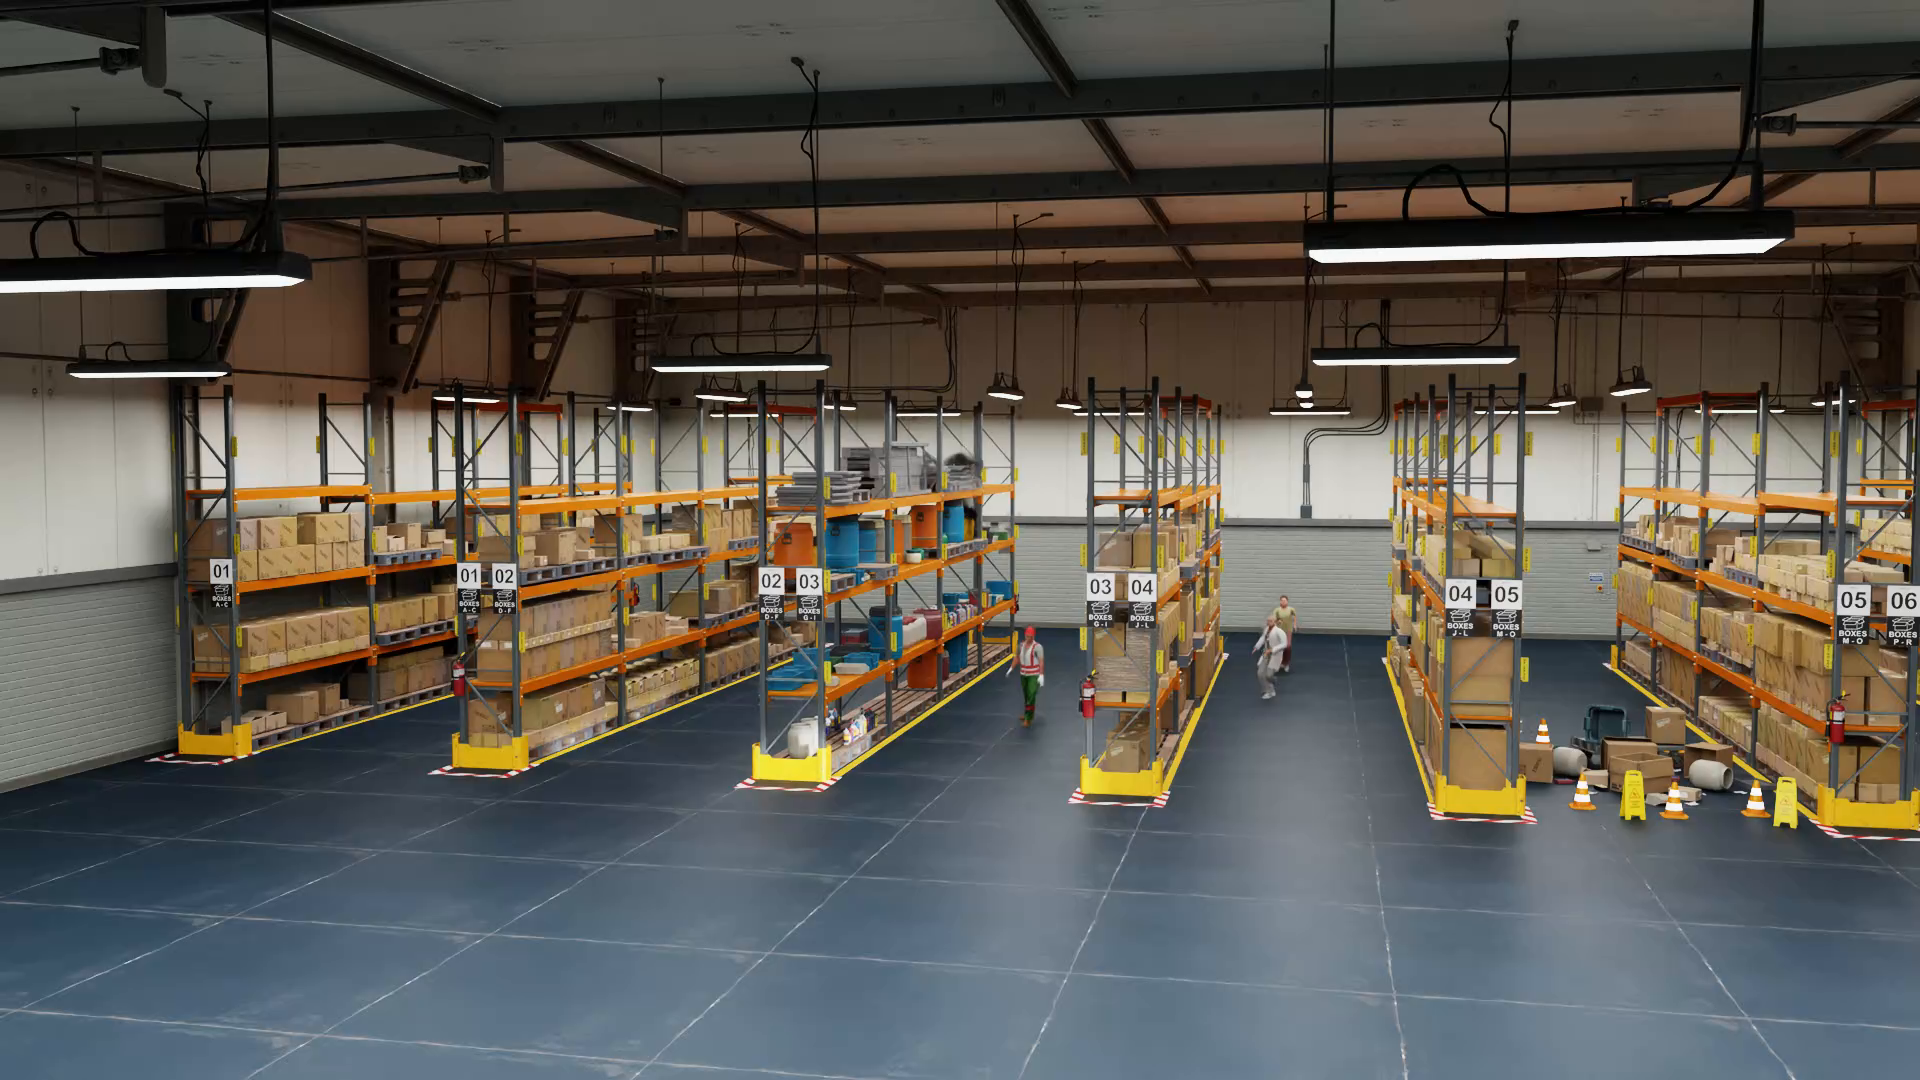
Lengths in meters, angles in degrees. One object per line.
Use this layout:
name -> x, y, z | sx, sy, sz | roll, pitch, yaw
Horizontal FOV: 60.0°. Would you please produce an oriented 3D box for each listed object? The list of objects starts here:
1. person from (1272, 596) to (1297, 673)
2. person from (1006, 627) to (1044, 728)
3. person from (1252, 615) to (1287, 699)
person -> 7.245, 2.090, 37.155 | 0.558, 1.713, 0.801 | 1, 3, 11
person -> 1.203, 2.445, 30.006 | 0.743, 1.781, 0.766 | 3, 4, 41
person -> 6.225, 2.332, 33.142 | 0.803, 1.693, 0.610 | 3, 4, 42
